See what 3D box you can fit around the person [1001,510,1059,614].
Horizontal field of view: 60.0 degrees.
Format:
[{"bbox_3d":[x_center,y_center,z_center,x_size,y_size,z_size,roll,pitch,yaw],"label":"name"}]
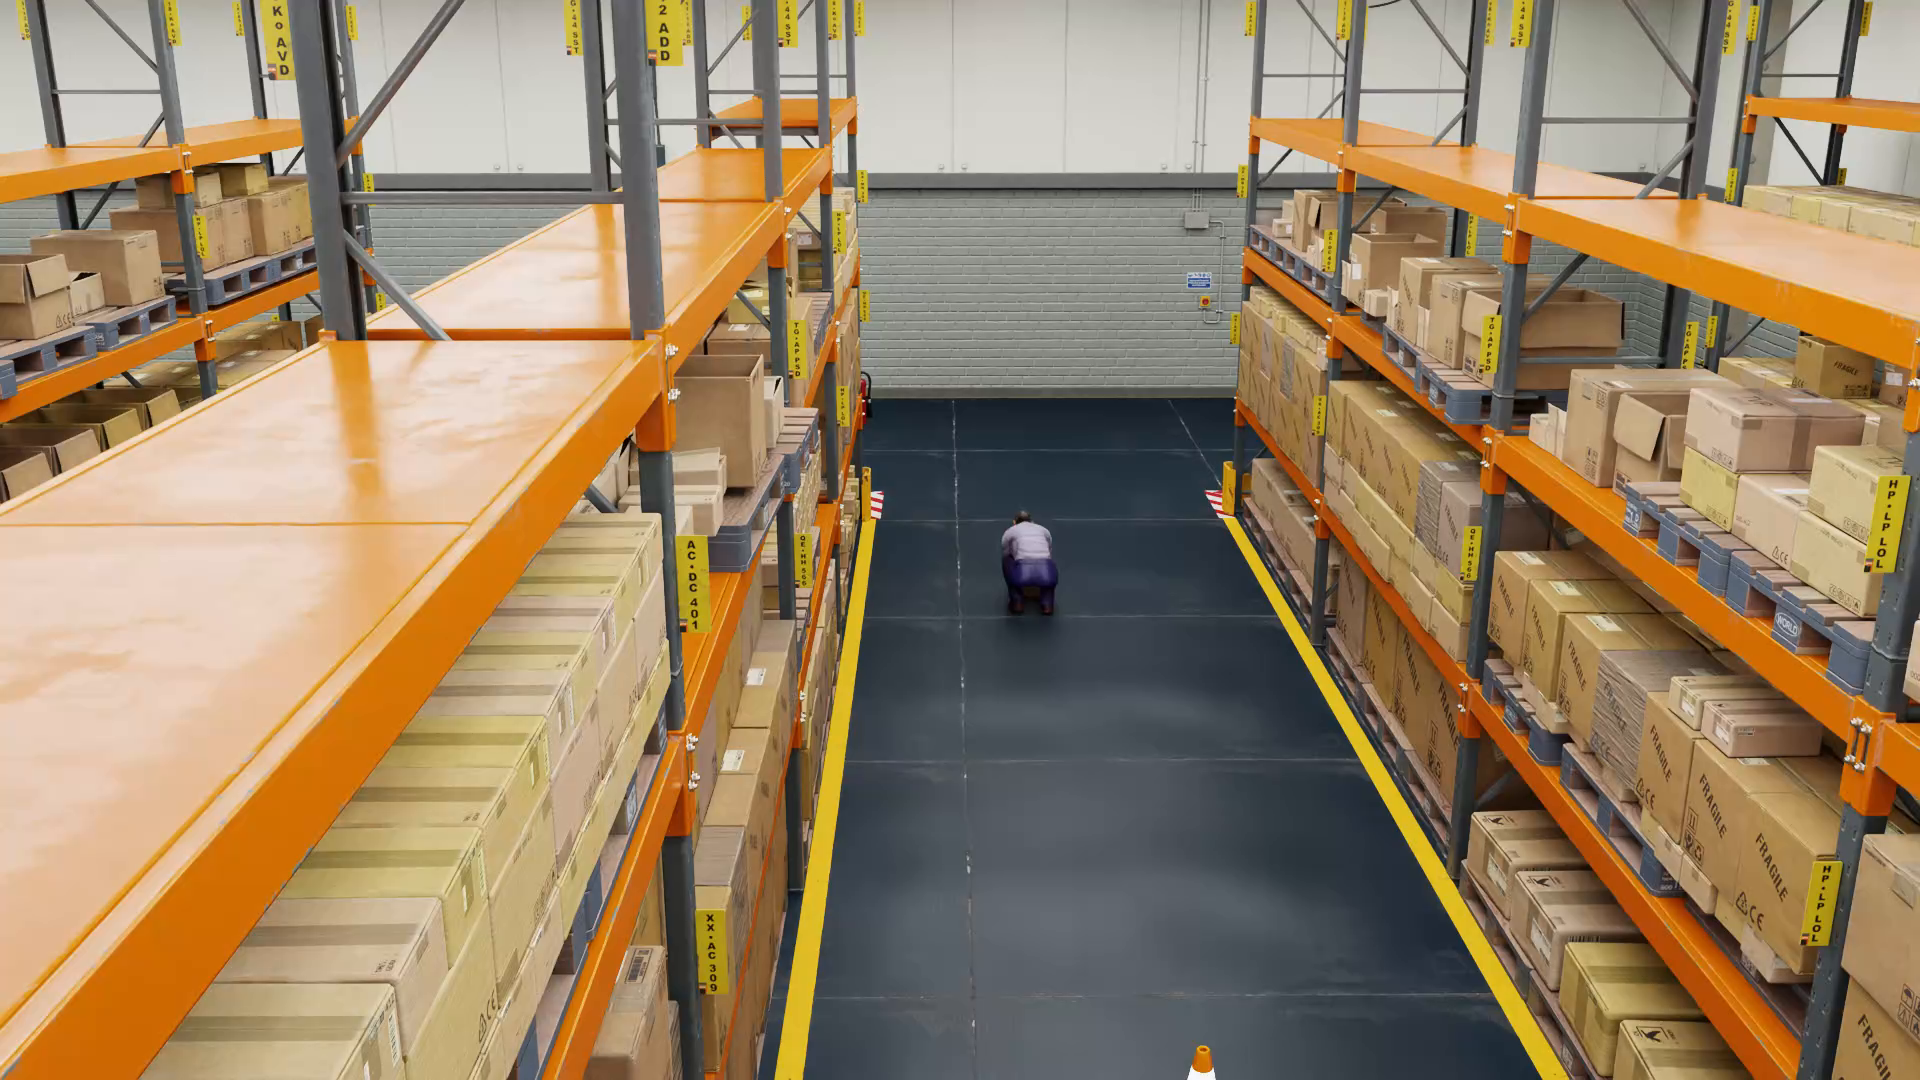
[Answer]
[{"bbox_3d":[0.632,0.209,14.868,0.516,0.804,0.822,0,17,-1],"label":"person"}]
